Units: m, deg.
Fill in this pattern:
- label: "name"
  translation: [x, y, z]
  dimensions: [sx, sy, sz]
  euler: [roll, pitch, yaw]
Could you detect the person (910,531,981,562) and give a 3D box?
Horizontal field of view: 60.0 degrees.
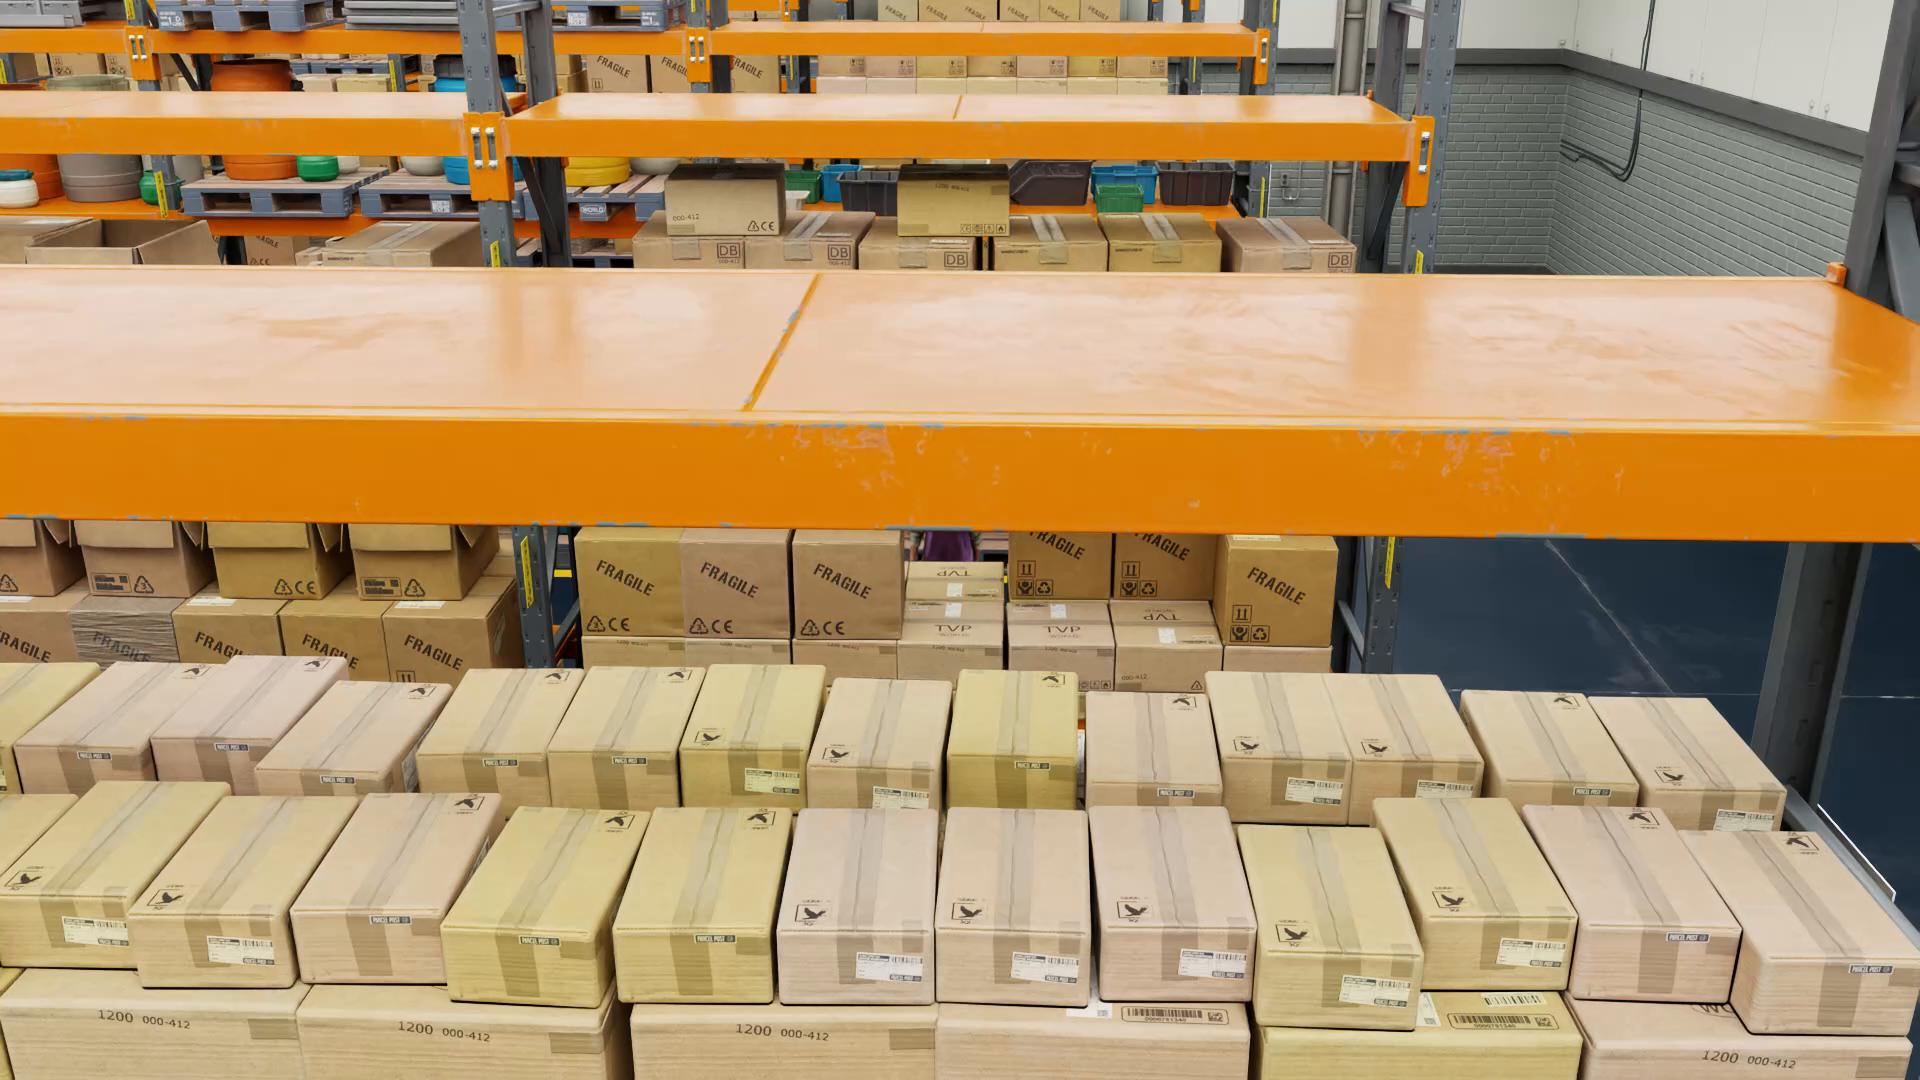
- label: "person"
  translation: [-0.128, 0.166, 11.175]
  dimensions: [0.553, 1.546, 0.847]
  euler: [2, 21, 6]
